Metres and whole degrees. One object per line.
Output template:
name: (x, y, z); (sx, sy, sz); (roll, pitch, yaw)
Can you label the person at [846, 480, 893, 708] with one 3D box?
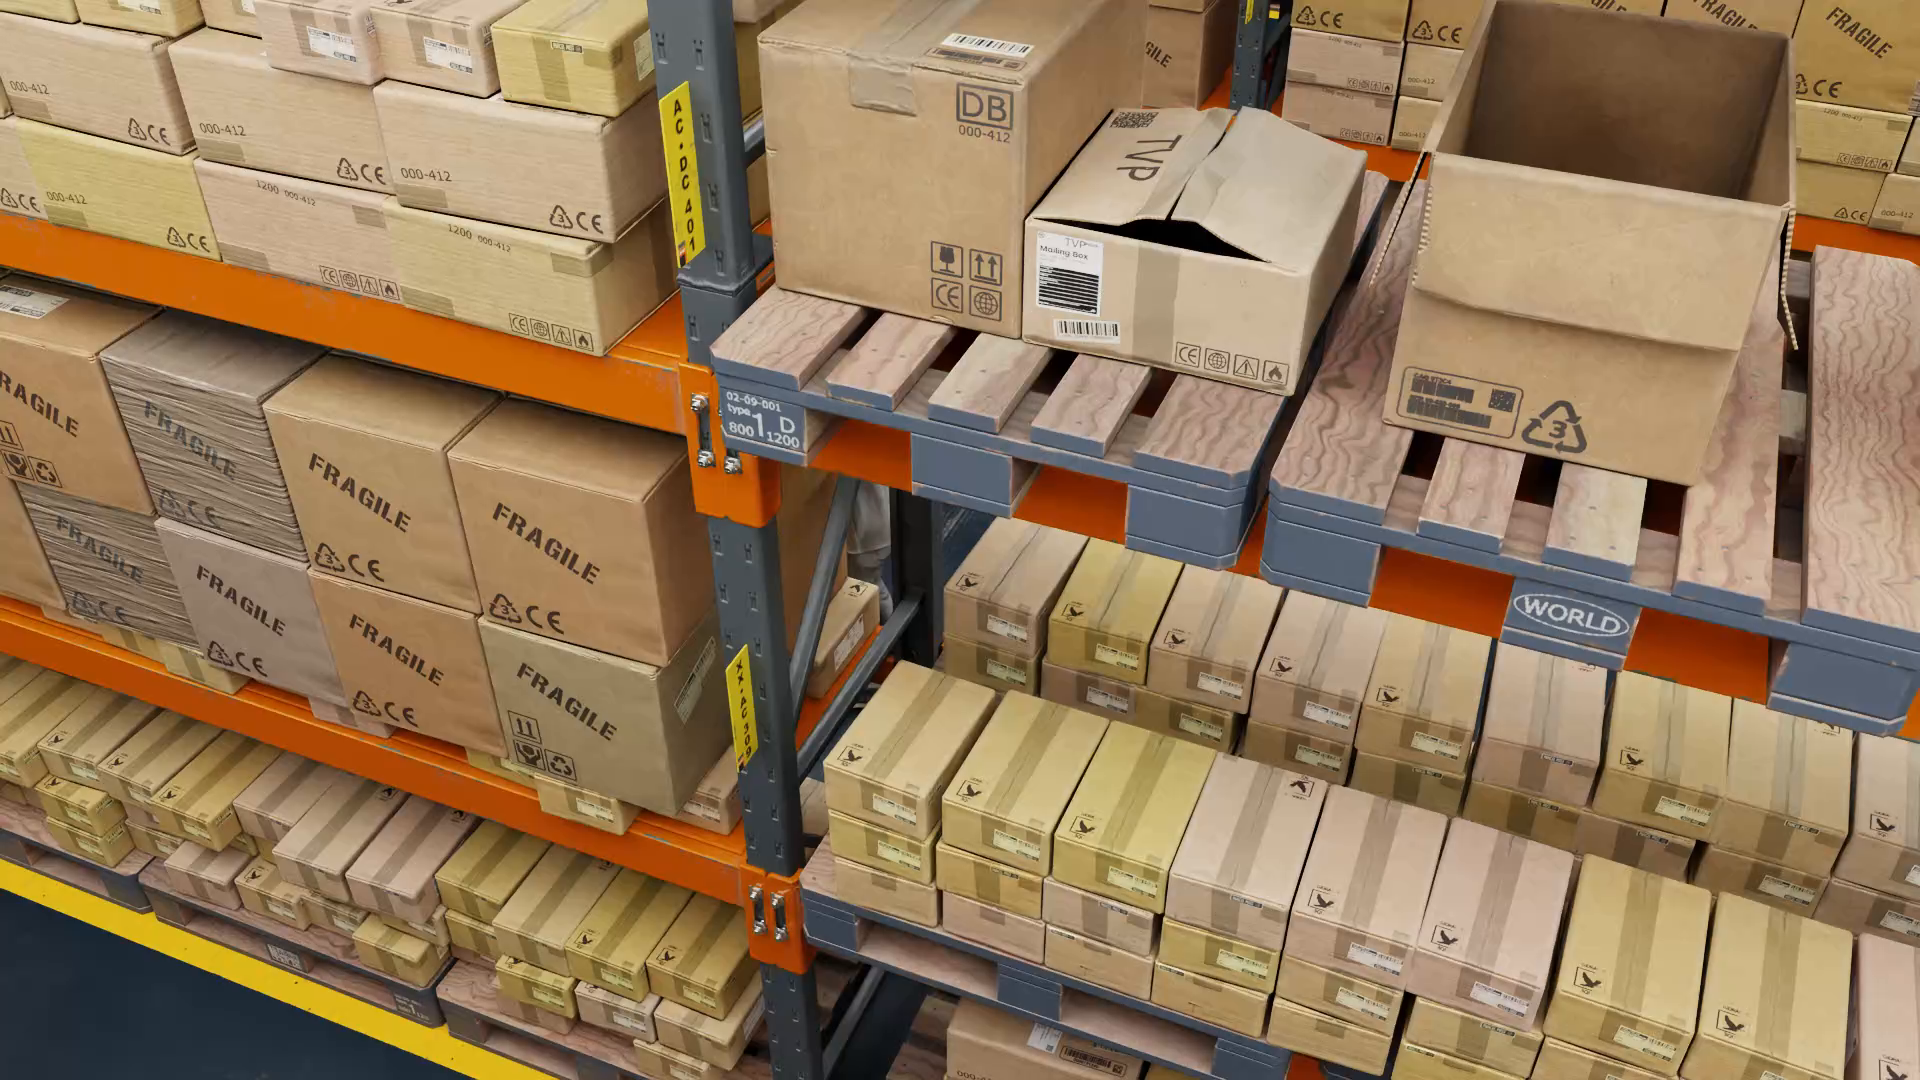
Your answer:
person: (-0.453, -0.048, 6.225); (0.500, 1.599, 0.375); (9, 39, 11)
